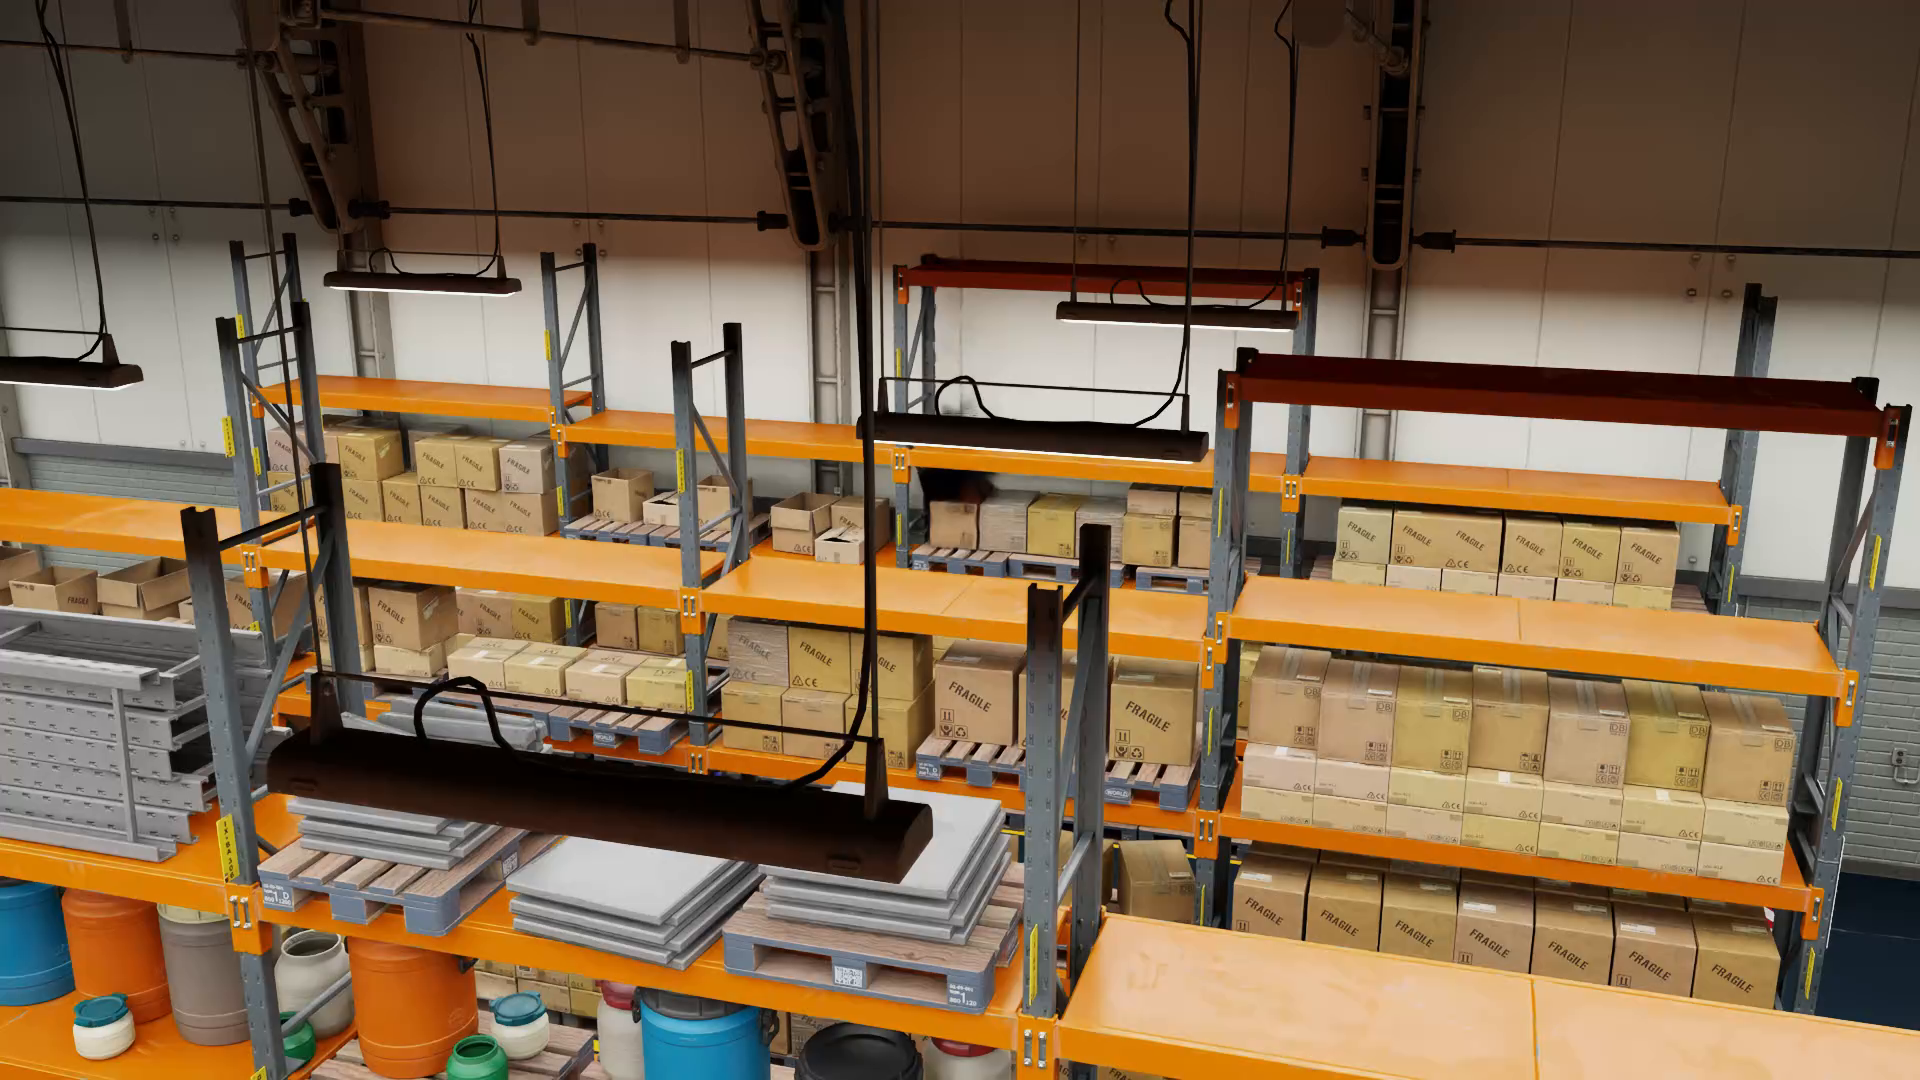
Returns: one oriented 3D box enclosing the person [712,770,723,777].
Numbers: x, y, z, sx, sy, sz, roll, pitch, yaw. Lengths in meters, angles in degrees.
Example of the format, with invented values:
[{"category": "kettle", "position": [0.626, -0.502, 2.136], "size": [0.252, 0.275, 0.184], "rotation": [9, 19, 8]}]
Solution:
[{"category": "person", "position": [-2.455, 2.805, 16.047], "size": [0.655, 1.627, 0.569], "rotation": [3, 16, 10]}]
